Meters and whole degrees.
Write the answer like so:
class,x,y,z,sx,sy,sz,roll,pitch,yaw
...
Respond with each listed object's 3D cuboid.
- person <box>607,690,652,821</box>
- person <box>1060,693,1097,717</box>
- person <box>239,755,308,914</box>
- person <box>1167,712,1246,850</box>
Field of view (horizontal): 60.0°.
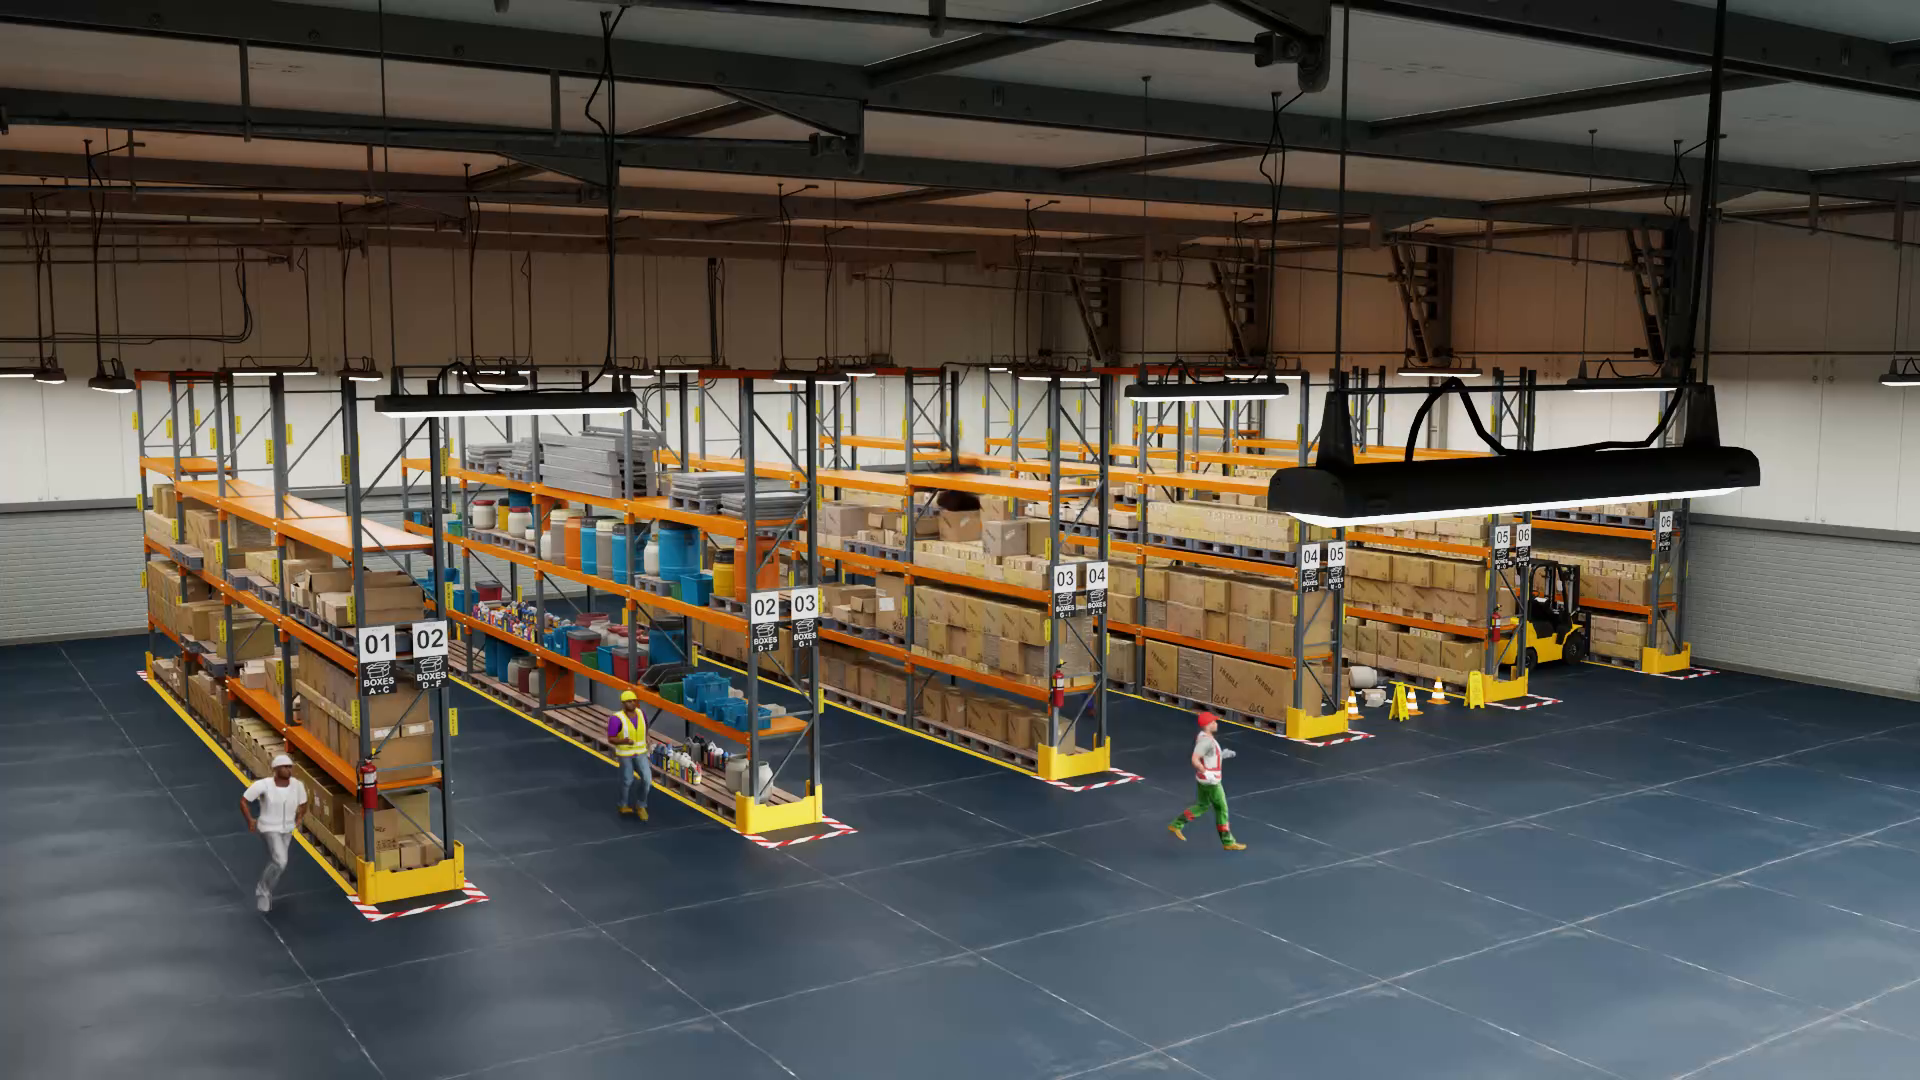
class,x,y,z,sx,sy,sz,roll,pitch,yaw
person,-4.446,2.928,22.526,0.671,1.806,0.738,-4,8,-34
person,2.039,2.235,29.121,0.616,1.663,0.945,-6,9,-43
person,-7.779,3.333,19.027,0.646,1.757,0.687,4,8,35
person,3.142,3.047,21.087,1.000,1.766,0.663,0,6,0
